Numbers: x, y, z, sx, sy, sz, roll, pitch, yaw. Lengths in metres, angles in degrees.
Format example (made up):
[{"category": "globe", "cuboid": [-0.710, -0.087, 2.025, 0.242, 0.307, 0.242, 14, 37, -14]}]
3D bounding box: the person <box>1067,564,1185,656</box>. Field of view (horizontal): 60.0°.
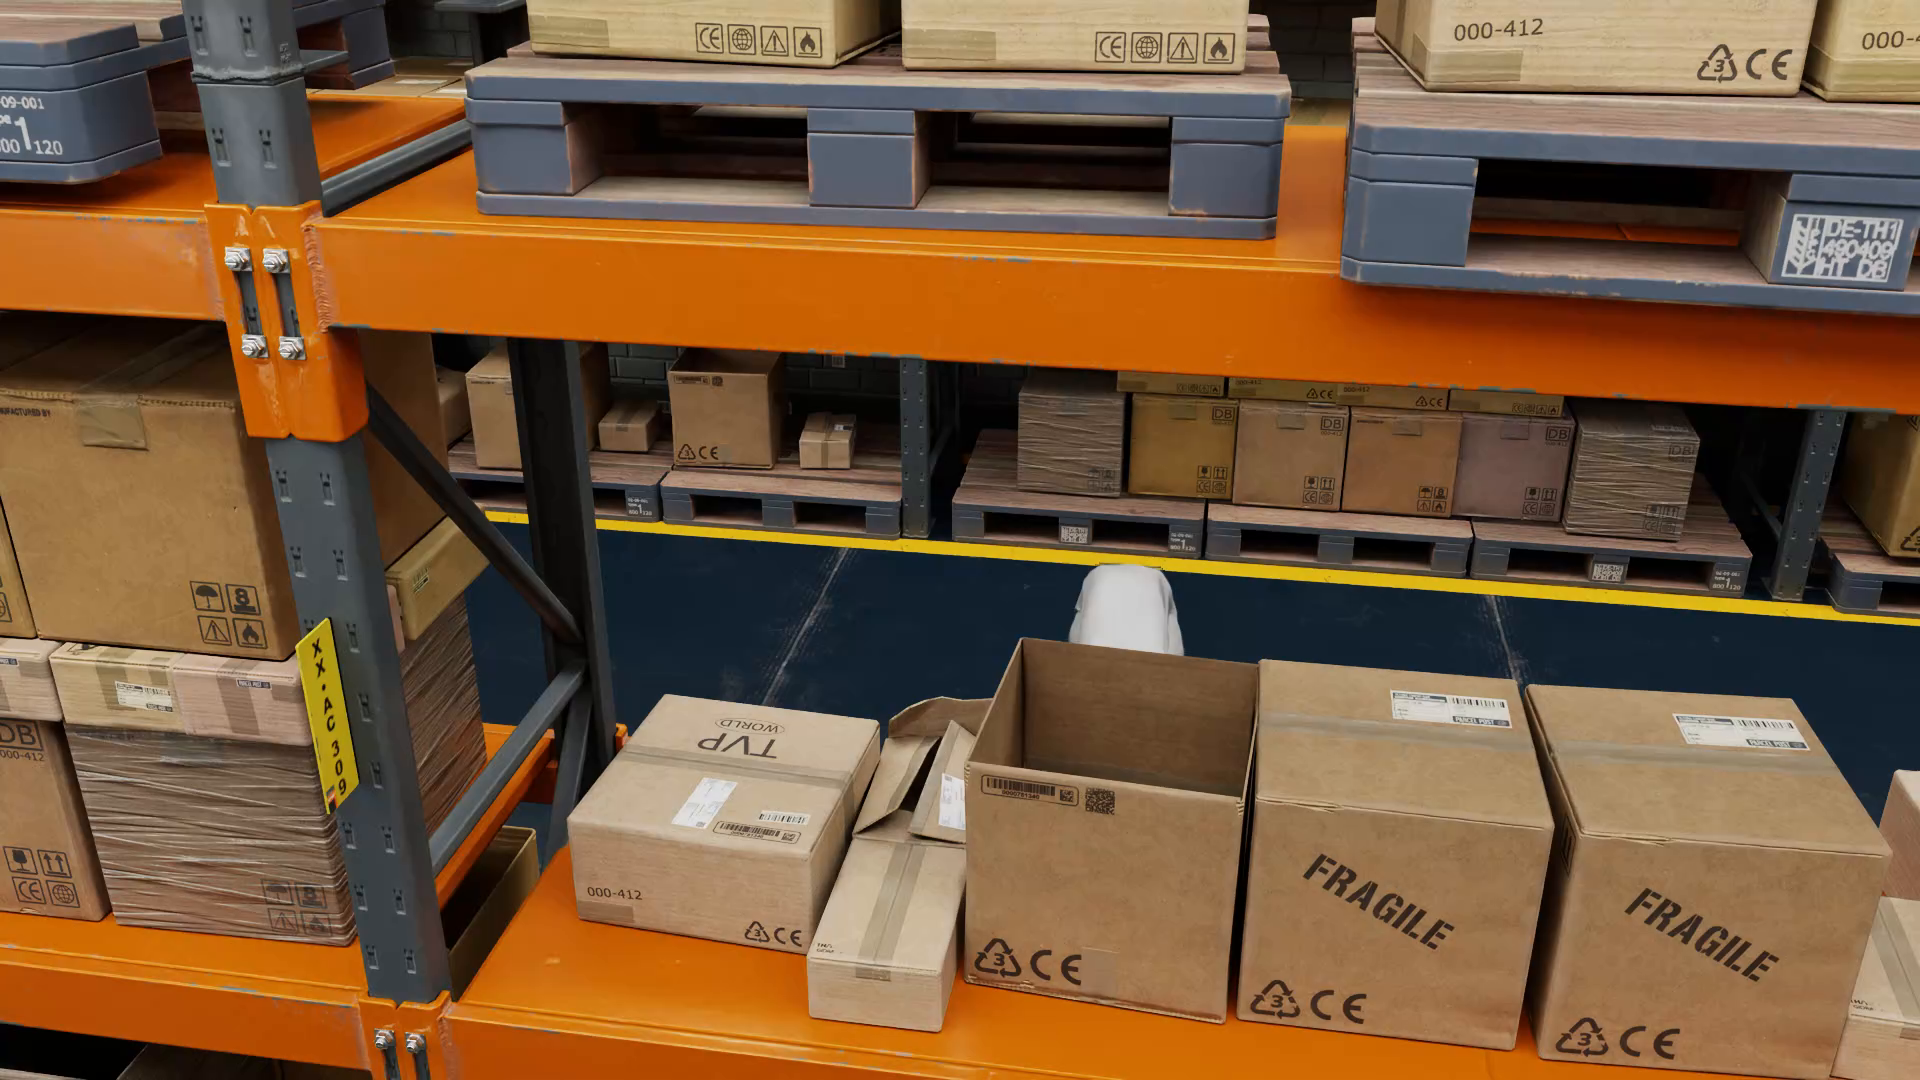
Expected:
[{"category": "person", "cuboid": [0.576, 0.585, 5.871, 0.476, 0.836, 0.856, 3, 25, 6]}]
